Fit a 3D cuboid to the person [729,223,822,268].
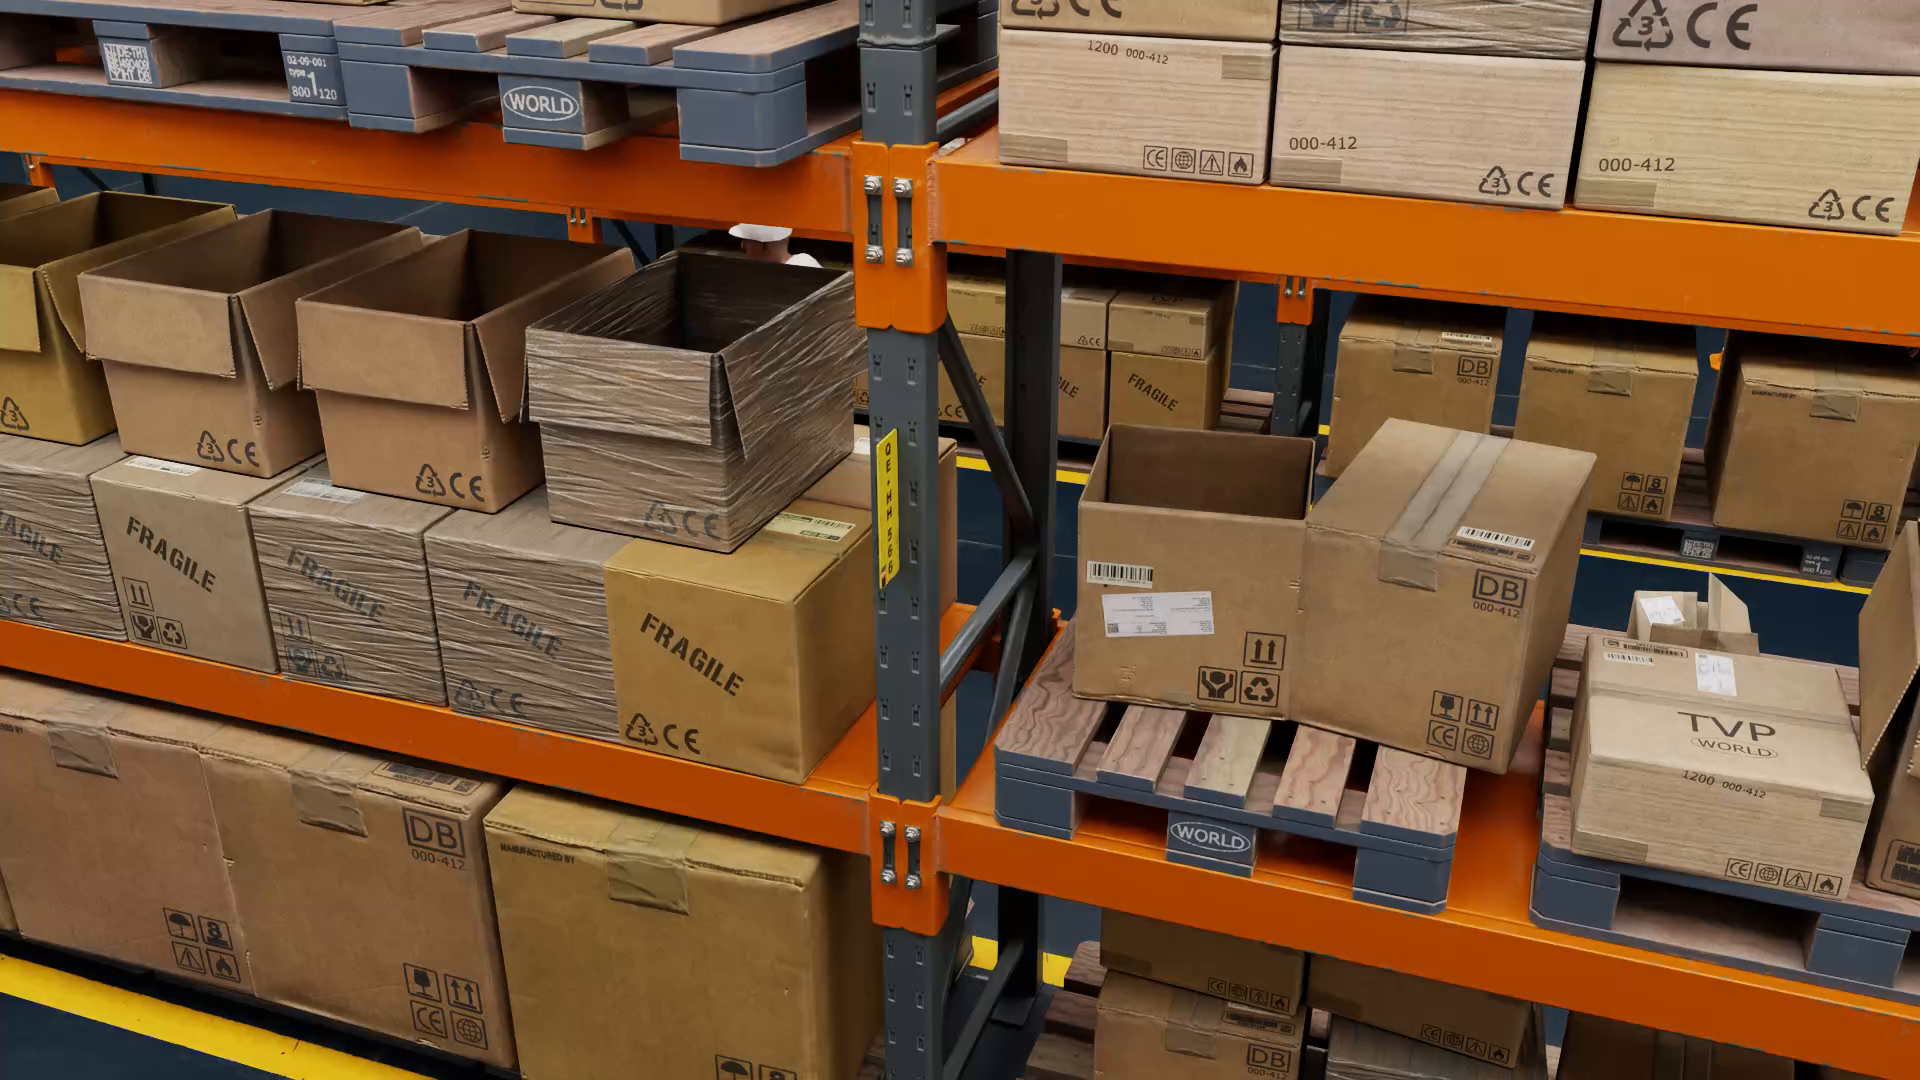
[{"bbox_3d":[-0.761,-0.641,7.443,0.452,1.773,0.625,7,26,14],"label":"person"}]
